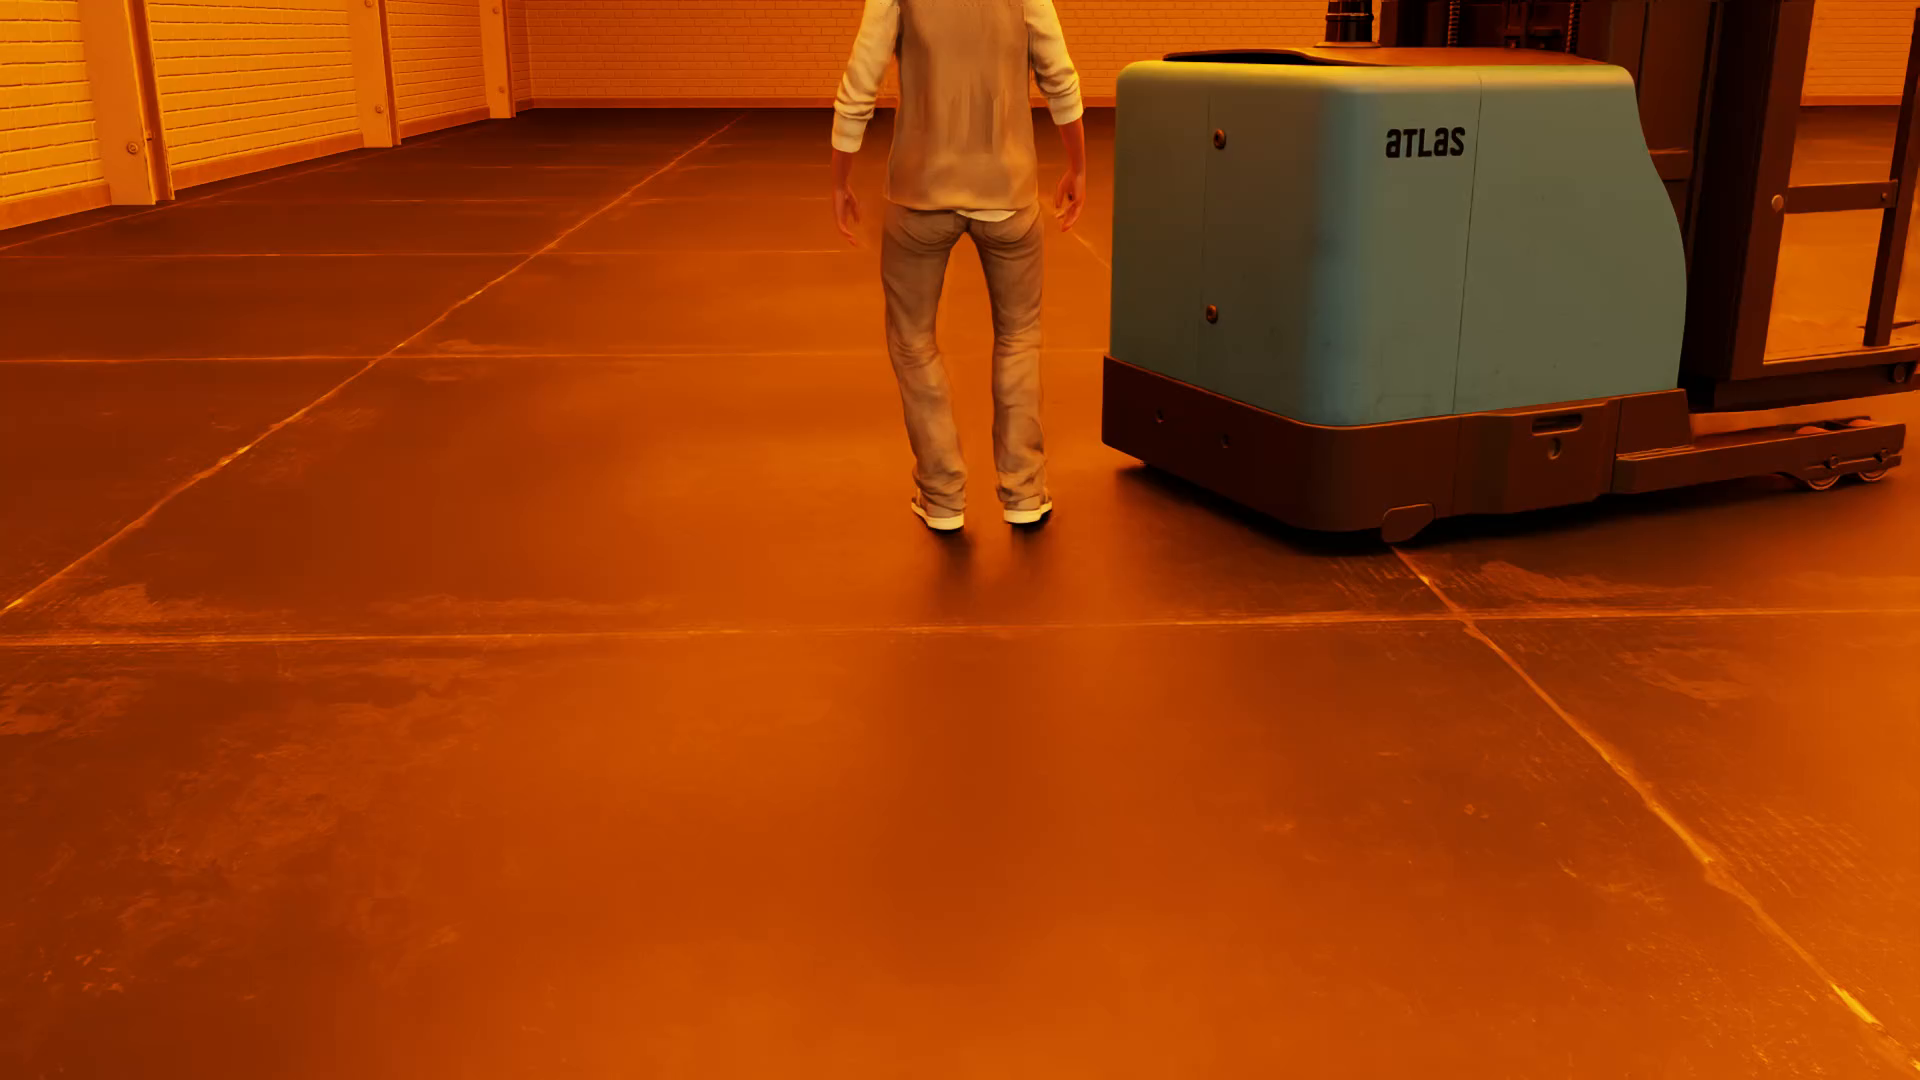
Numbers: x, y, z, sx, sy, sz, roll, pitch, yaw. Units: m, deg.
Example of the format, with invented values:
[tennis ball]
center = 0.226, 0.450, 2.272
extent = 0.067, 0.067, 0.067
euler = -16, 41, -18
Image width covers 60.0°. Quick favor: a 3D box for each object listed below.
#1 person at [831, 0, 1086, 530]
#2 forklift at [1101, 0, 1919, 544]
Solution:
[person]
center = -0.004, -0.787, 3.810
extent = 0.583, 1.575, 0.391
euler = -2, 17, -7
[forklift]
center = 1.948, -1.664, 4.346
extent = 3.031, 2.935, 1.130
euler = -8, 19, -24
